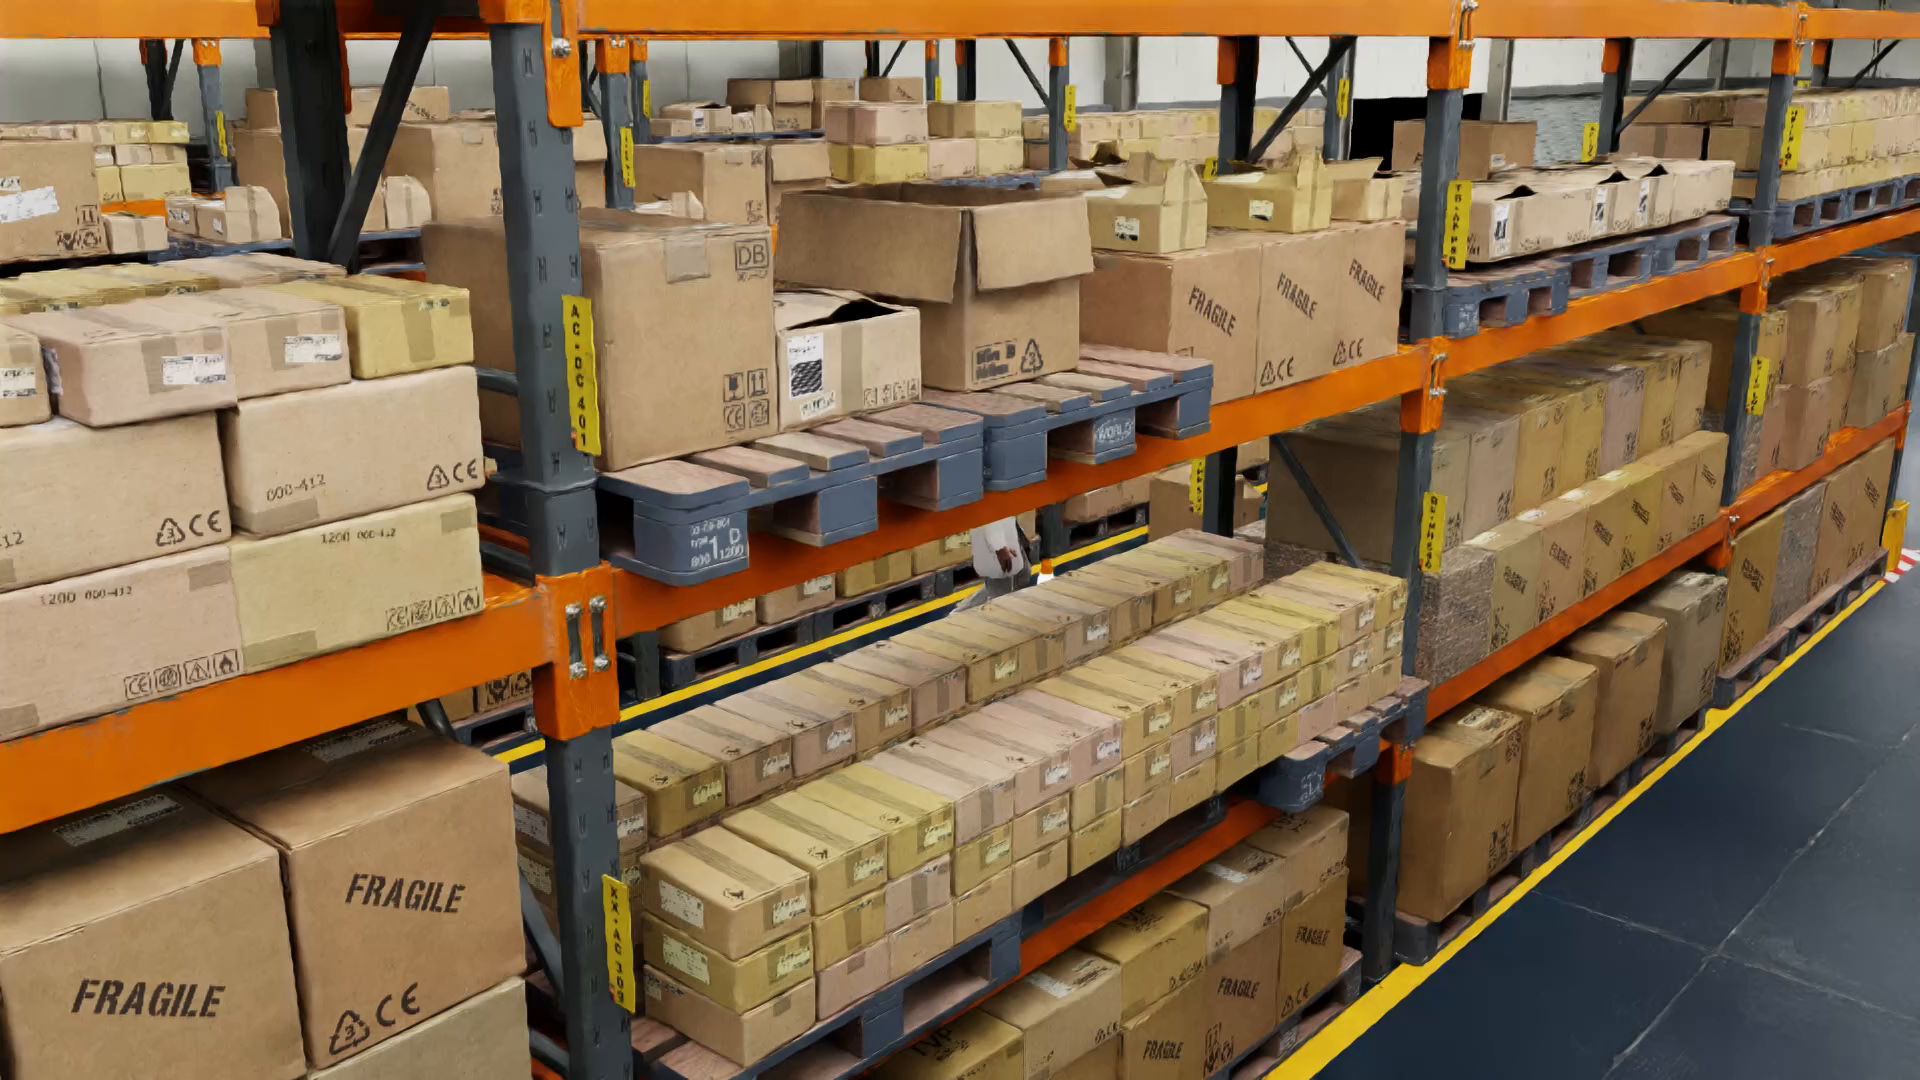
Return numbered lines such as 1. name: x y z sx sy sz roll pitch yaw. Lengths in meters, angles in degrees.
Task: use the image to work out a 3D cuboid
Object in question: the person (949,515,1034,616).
1. person: 0.241 -0.035 10.678 0.647 1.752 0.650 1 17 3
